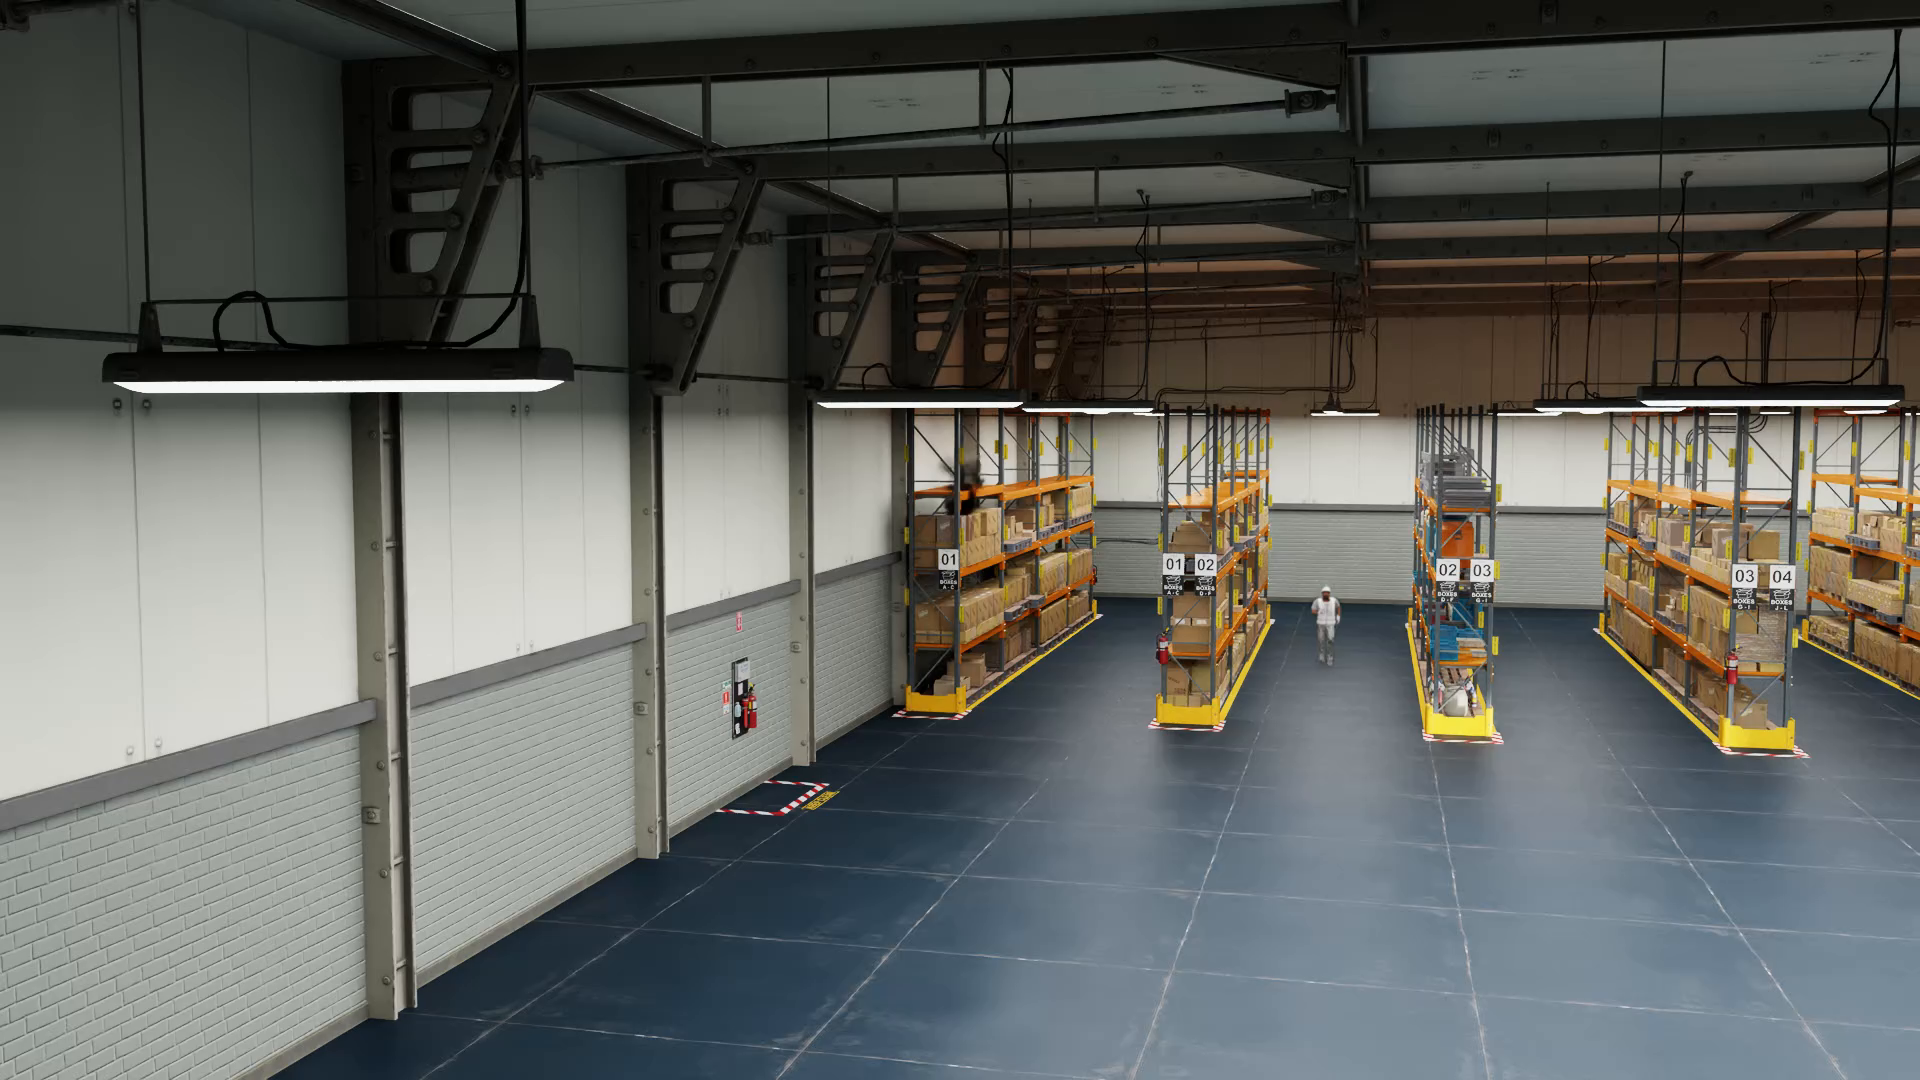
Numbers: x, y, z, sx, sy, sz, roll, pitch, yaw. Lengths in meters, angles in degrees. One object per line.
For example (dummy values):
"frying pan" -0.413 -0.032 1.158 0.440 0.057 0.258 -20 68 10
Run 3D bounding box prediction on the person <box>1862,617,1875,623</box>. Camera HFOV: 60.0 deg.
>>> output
"person" 23.866 1.724 43.657 0.674 1.641 0.783 -1 4 -18

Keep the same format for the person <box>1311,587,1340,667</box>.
"person" 8.518 2.005 38.794 0.675 1.856 0.811 1 4 11

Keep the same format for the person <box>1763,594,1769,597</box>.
"person" 20.650 1.738 43.112 0.743 1.703 0.541 3 5 34
